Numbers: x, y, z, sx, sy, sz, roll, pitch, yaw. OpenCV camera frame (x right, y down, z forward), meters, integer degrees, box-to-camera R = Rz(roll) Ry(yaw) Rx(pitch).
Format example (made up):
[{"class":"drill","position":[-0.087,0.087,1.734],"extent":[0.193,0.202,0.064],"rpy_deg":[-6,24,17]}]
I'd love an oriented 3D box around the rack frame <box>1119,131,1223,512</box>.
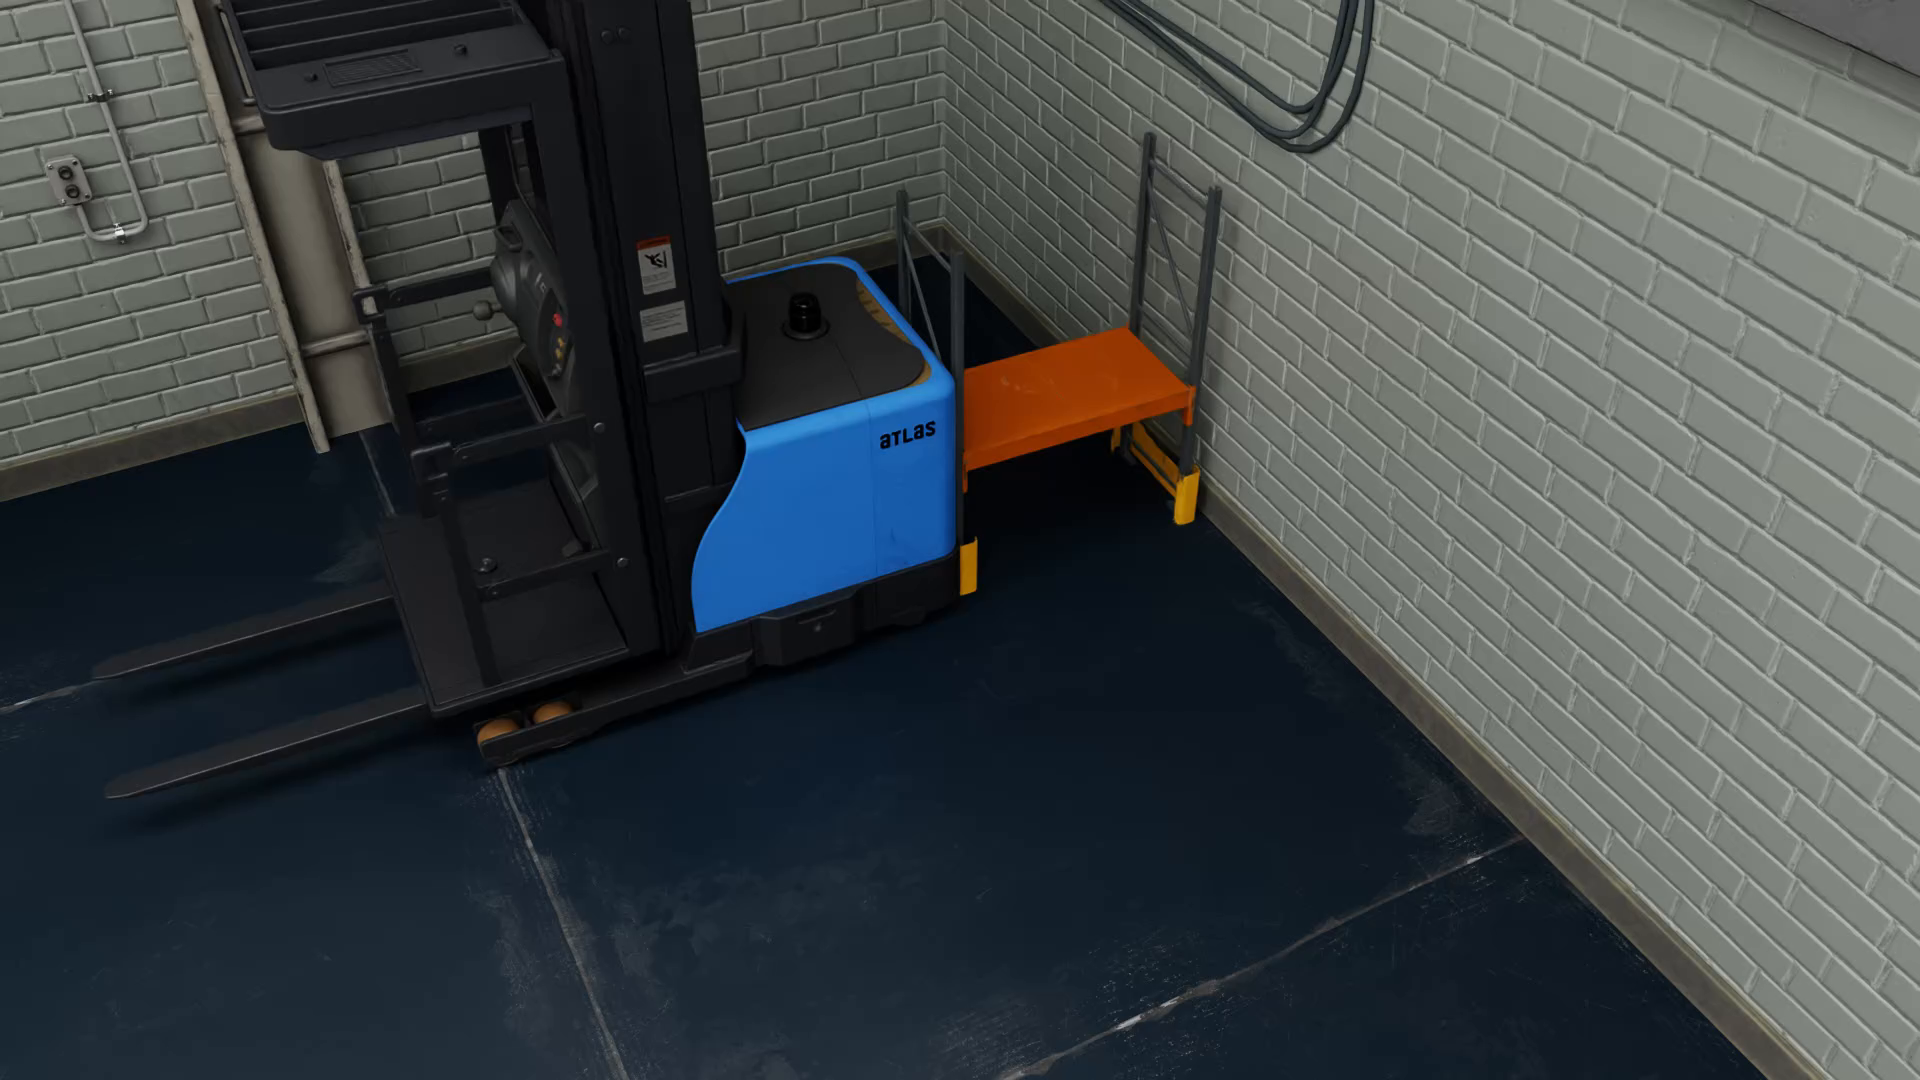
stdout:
[{"class":"rack frame","position":[0.811,-0.812,6.549],"extent":[0.032,1.500,0.500],"rpy_deg":[-17,43,-19]}]

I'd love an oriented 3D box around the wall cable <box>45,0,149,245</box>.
[{"class":"wall cable","position":[-3.970,-1.675,5.620],"extent":[1.851,1.984,0.084],"rpy_deg":[-19,44,-21]}]

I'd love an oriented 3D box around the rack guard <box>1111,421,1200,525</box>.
[{"class":"rack guard","position":[0.809,-0.335,6.952],"extent":[0.087,0.250,0.587],"rpy_deg":[-17,43,-19]}]

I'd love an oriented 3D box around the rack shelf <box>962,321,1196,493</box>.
[{"class":"rack shelf","position":[0.352,-0.533,6.498],"extent":[1.000,0.185,0.538],"rpy_deg":[-17,43,-19]}]

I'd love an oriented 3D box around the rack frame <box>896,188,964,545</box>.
[{"class":"rack frame","position":[-0.107,-0.529,6.214],"extent":[0.032,1.500,0.500],"rpy_deg":[-17,43,-19]}]

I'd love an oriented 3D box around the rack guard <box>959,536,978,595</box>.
[{"class":"rack guard","position":[-0.089,-0.058,6.624],"extent":[0.087,0.250,0.587],"rpy_deg":[-17,43,-19]}]

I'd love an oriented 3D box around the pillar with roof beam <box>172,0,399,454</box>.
[{"class":"pillar with roof beam","position":[-0.685,-1.487,1.542],"extent":[0.400,9.000,9.100],"rpy_deg":[-19,44,-21]}]

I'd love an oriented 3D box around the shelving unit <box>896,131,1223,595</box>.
[{"class":"shelving unit","position":[0.360,-0.673,6.385],"extent":[1.083,1.500,0.587],"rpy_deg":[-17,43,-19]}]

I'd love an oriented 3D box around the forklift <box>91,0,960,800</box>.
[{"class":"forklift","position":[-1.558,-0.722,5.334],"extent":[3.031,2.935,1.130],"rpy_deg":[-17,43,-19]}]

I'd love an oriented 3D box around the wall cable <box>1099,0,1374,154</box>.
[{"class":"wall cable","position":[0.513,-2.951,5.674],"extent":[0.112,2.526,3.097],"rpy_deg":[-19,44,-21]}]
